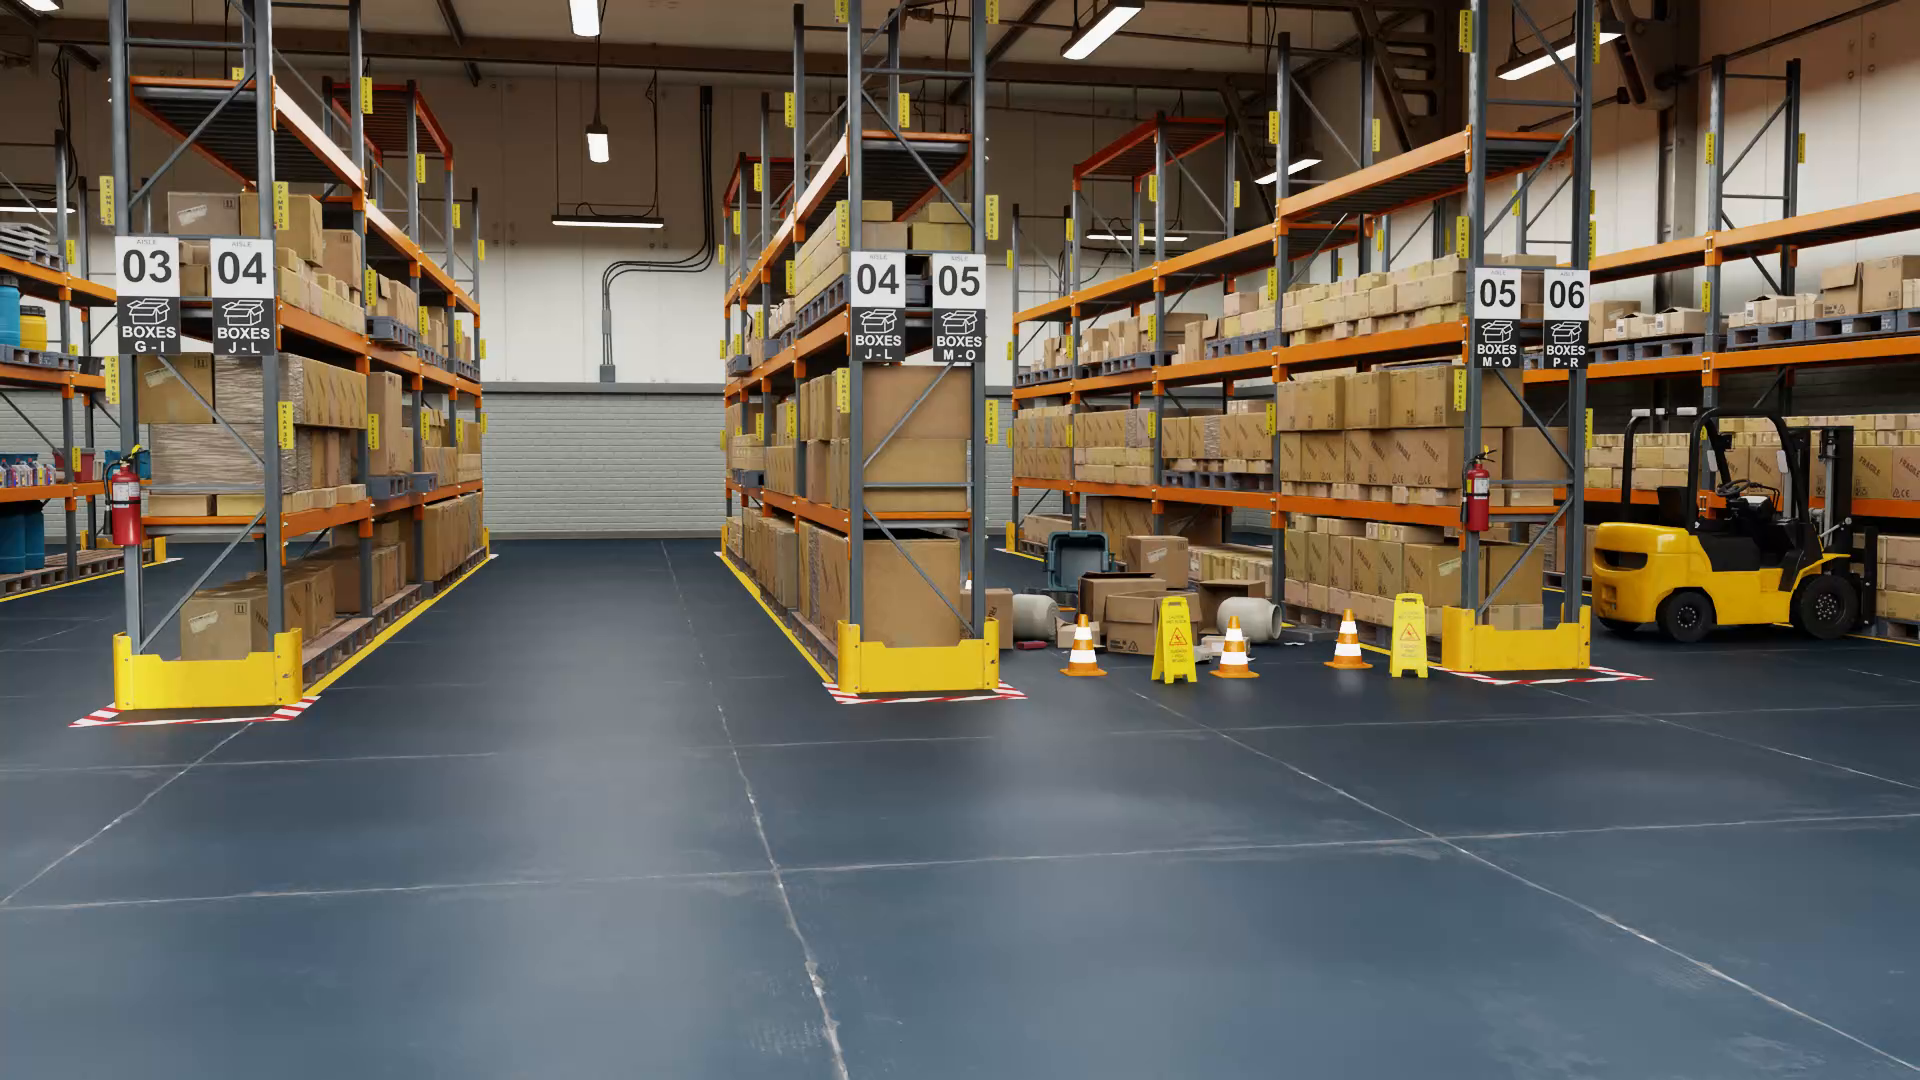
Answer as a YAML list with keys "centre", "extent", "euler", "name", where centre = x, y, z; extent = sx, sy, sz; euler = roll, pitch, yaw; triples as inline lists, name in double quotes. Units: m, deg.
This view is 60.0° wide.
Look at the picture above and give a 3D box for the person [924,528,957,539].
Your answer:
- centre: [-0.219, -0.091, 19.228]
  extent: [0.436, 1.703, 0.373]
  euler: [-1, 3, -11]
  name: "person"
